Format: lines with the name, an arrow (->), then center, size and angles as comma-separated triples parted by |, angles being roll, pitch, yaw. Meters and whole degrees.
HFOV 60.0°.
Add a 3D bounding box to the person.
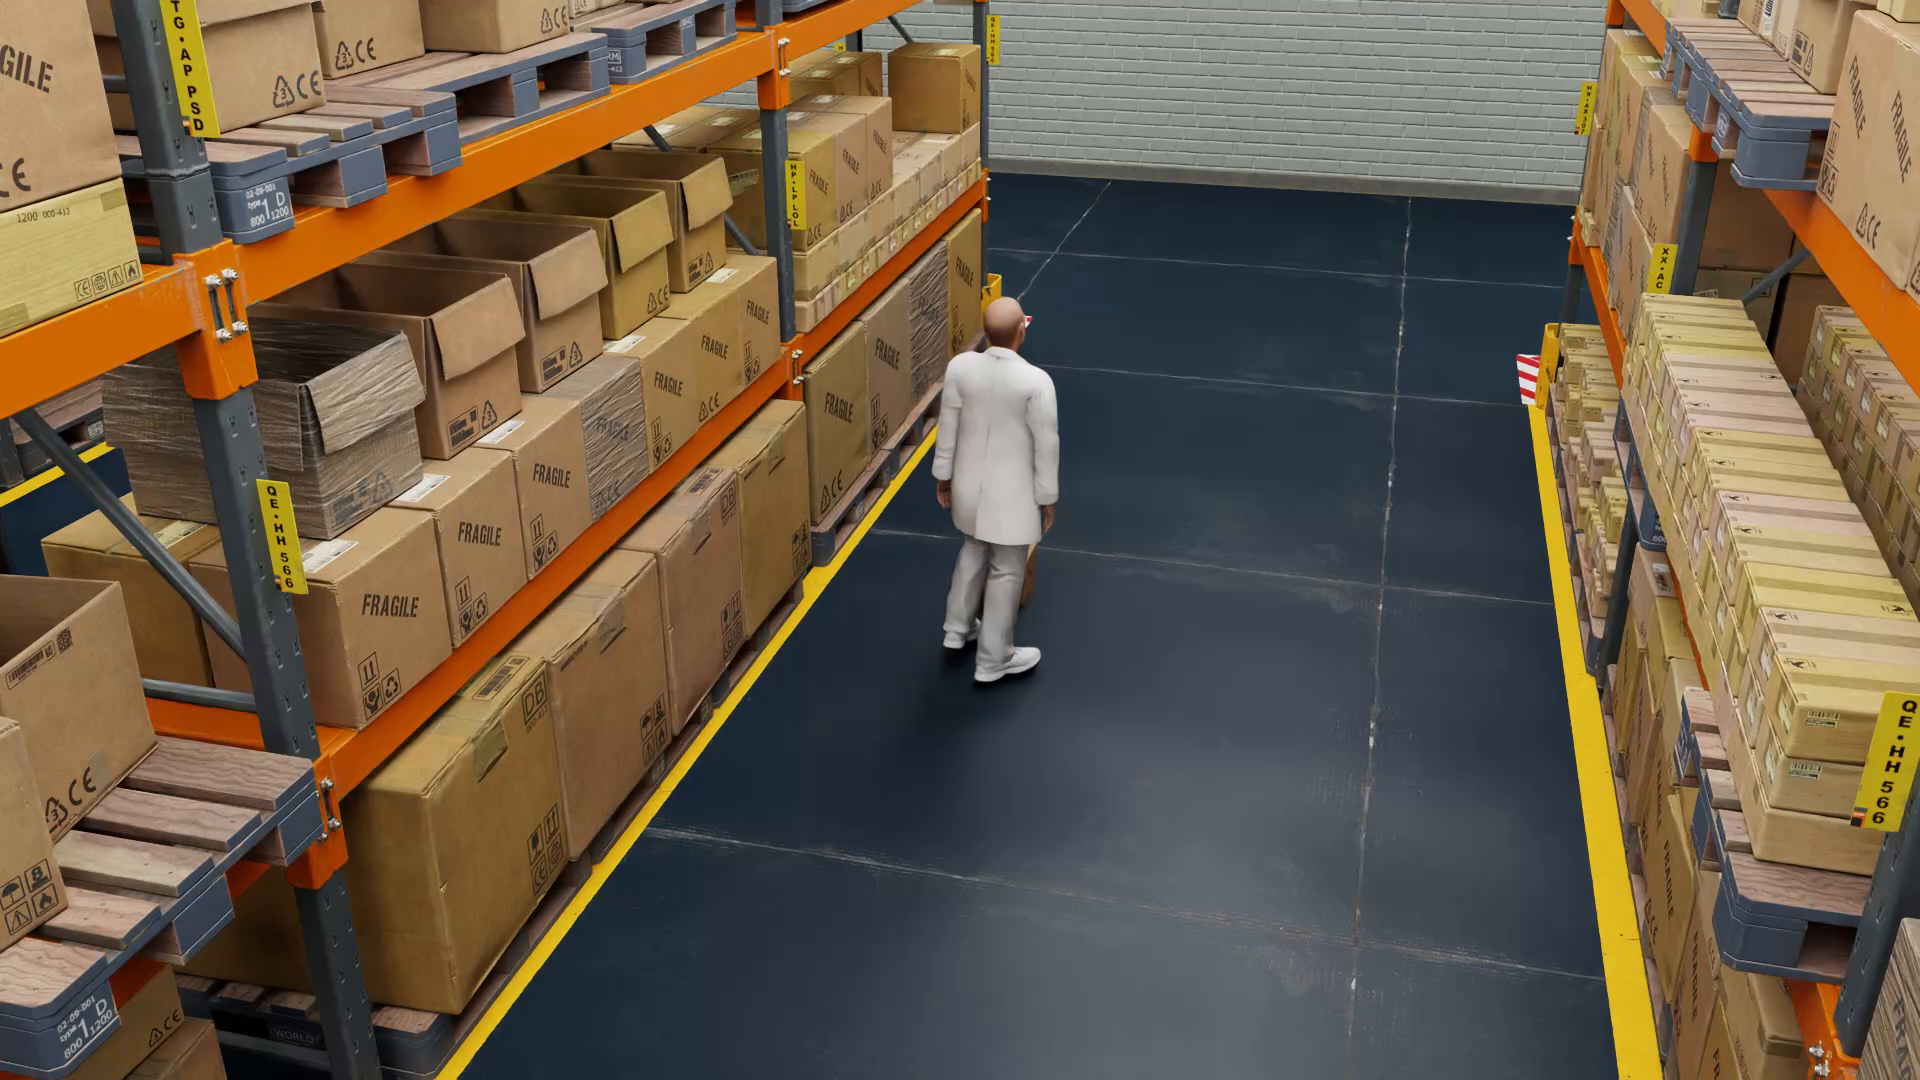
person -> 0.161, -0.239, 7.588 | 0.628, 1.770, 0.520 | 12, 28, 25
